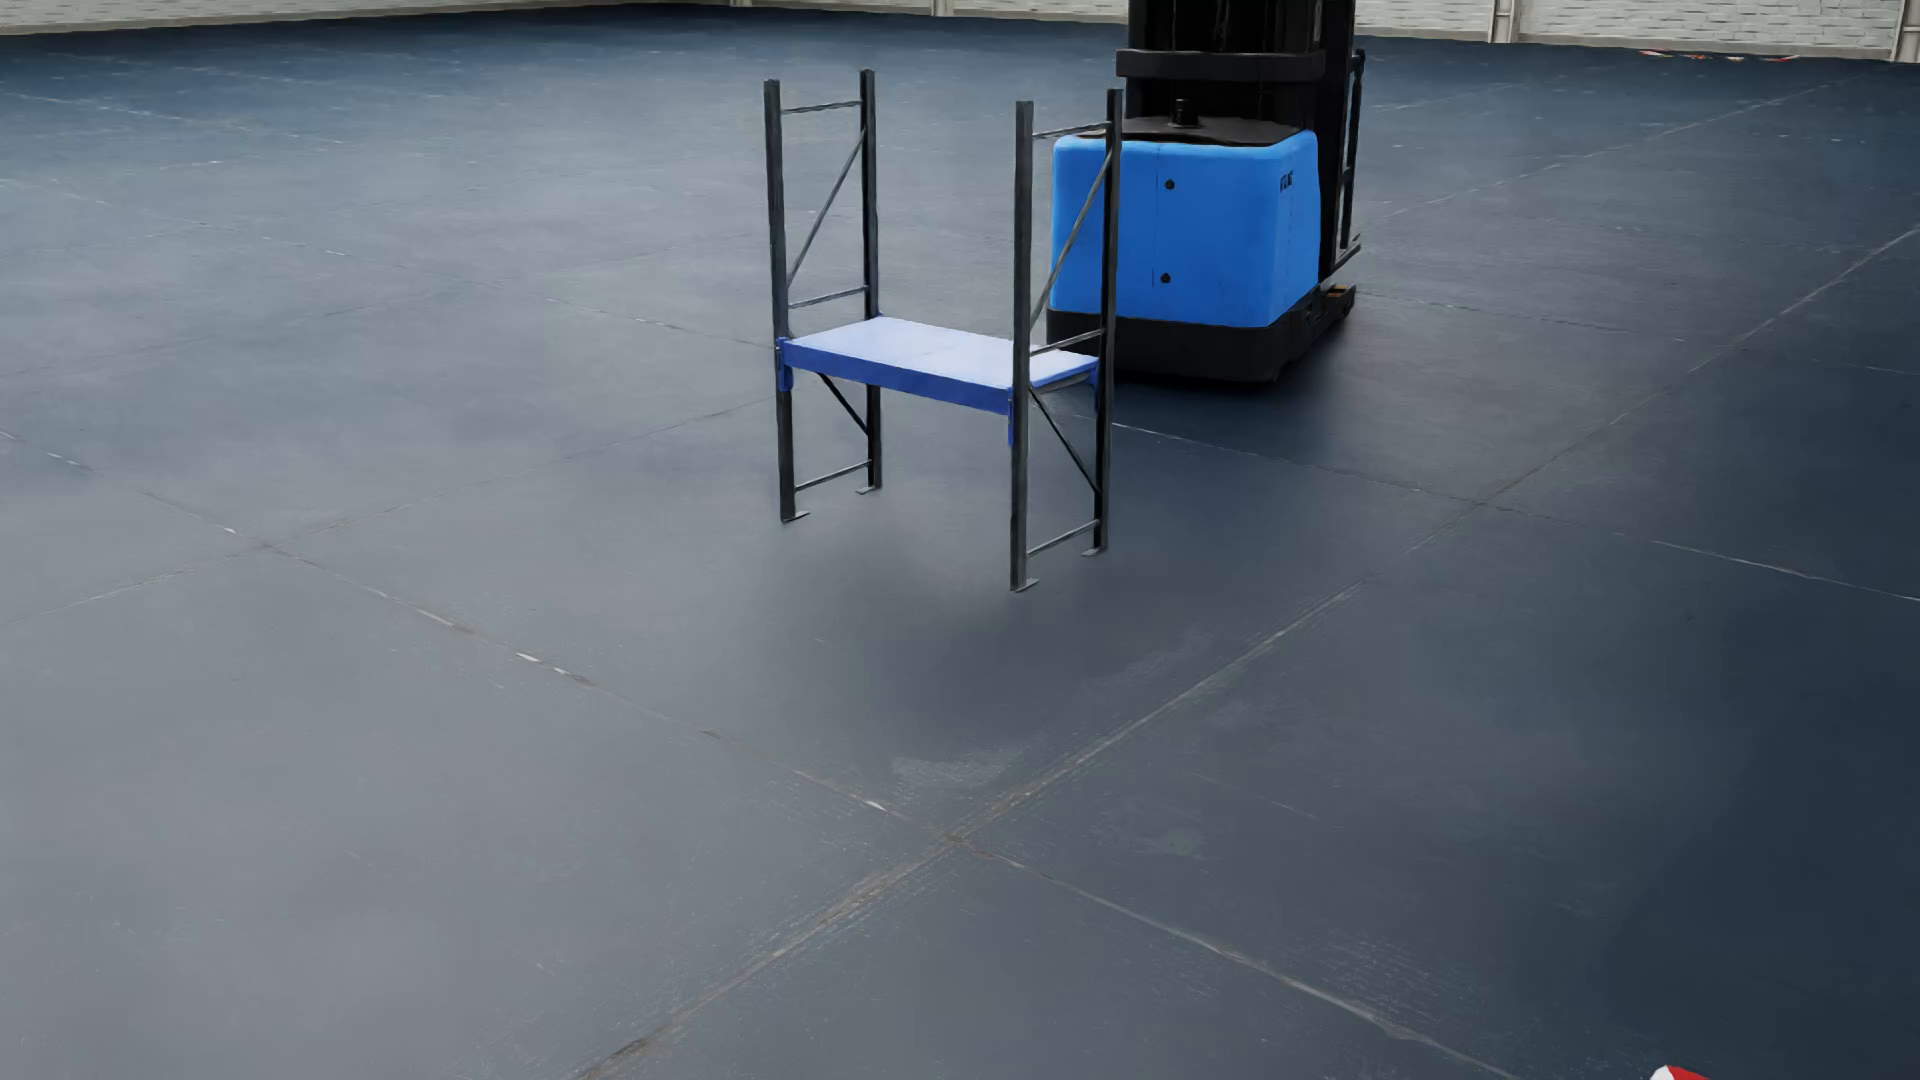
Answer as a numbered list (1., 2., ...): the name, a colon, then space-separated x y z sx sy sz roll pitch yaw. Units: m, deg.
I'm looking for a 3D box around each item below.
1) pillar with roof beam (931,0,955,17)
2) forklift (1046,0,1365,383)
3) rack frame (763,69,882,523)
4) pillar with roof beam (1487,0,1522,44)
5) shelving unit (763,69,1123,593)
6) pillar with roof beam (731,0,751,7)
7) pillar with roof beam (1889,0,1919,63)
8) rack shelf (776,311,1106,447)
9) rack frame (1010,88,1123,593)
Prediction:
1. pillar with roof beam: -3.074 -13.912 29.808 0.400 9.000 9.100 16 26 36
2. forklift: 1.451 -2.546 8.265 1.130 2.935 3.031 9 22 22
3. rack frame: -0.460 -0.834 5.755 0.032 1.500 0.500 16 26 36
4. pillar with roof beam: 6.222 -11.235 22.708 0.400 9.000 9.100 16 26 36
5. shelving unit: -0.066 -0.721 5.454 1.048 1.500 0.538 16 26 36
6. pillar with roof beam: -7.723 -15.251 33.357 0.400 9.000 9.100 16 26 36
7. pillar with roof beam: 10.871 -9.896 19.158 0.400 9.000 9.100 16 26 36
8. rack shelf: -0.066 -0.552 5.517 1.000 0.185 0.538 16 26 36
9. rack frame: 0.328 -0.607 5.153 0.032 1.500 0.500 16 26 36
